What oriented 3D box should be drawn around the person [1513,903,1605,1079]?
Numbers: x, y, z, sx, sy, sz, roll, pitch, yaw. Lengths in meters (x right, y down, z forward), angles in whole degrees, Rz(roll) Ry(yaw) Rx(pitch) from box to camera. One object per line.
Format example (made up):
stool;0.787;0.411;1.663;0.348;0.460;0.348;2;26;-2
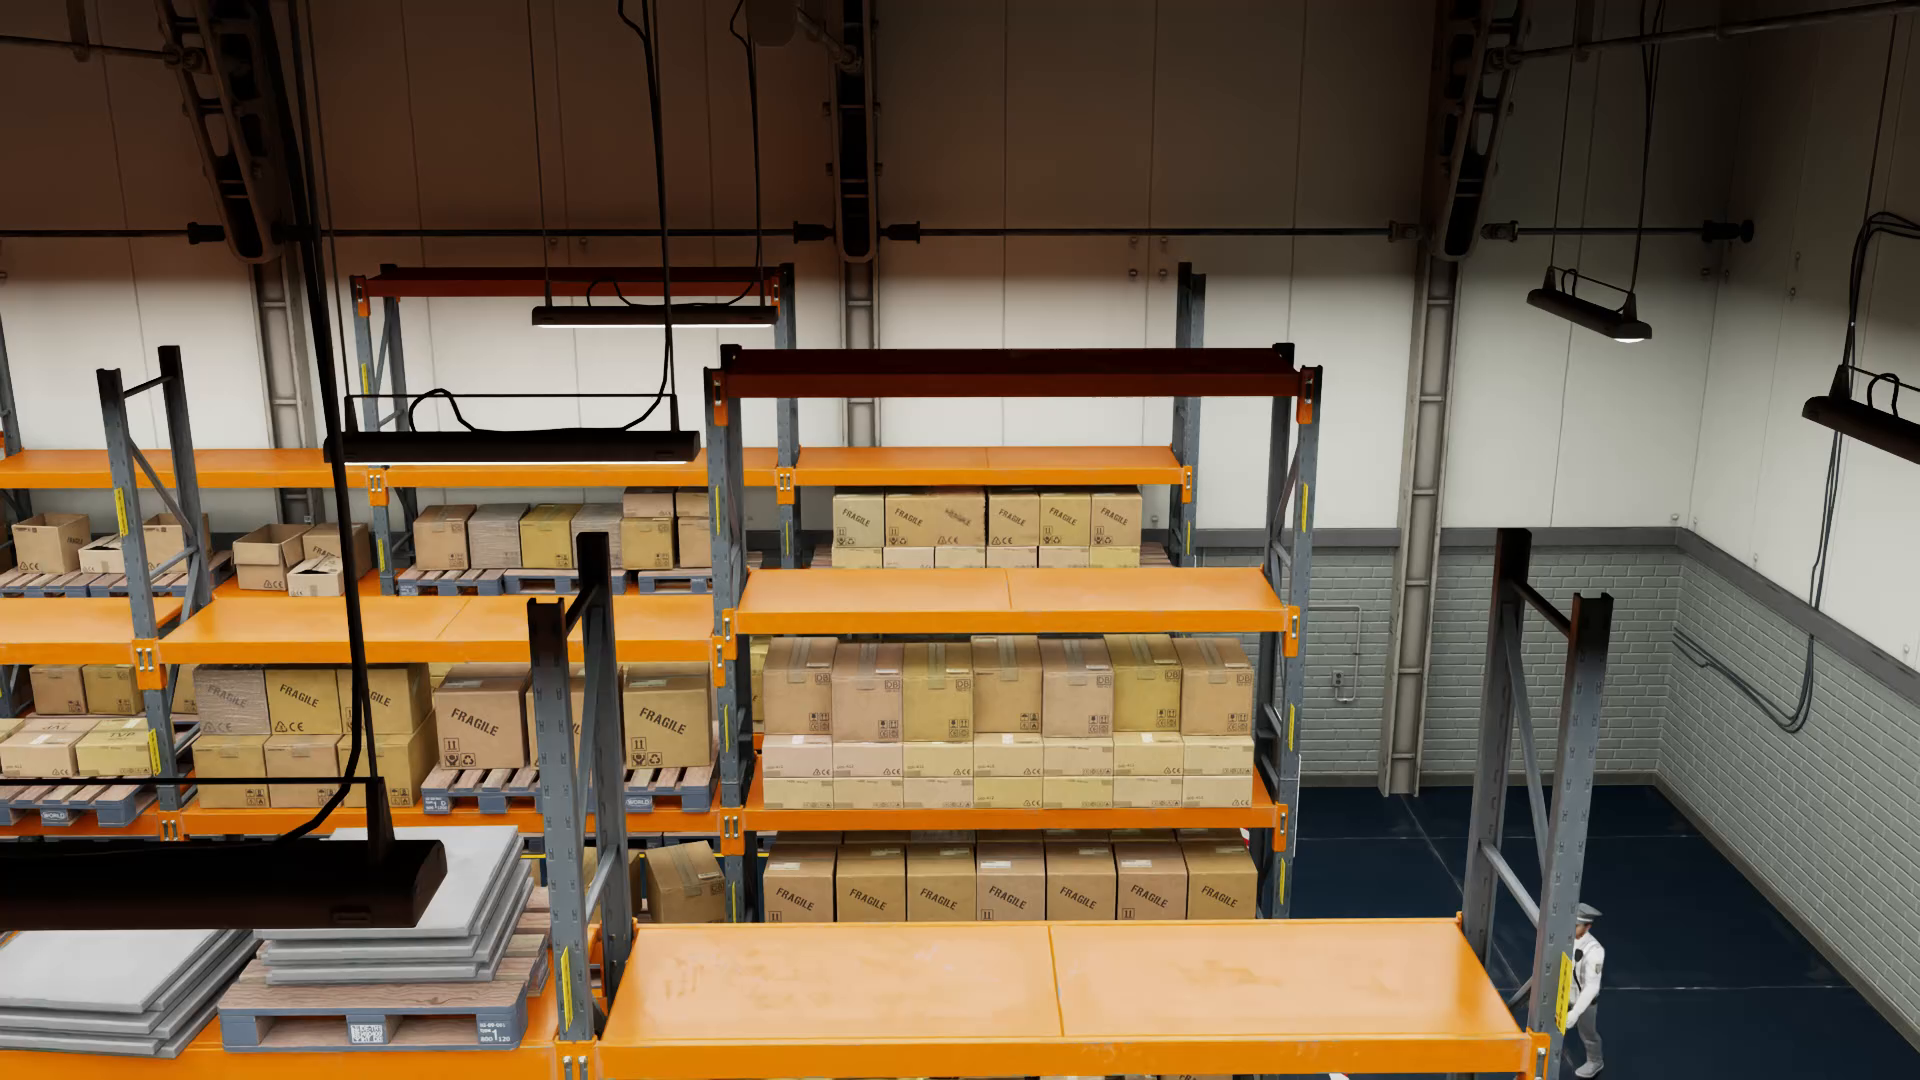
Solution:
person;4.809;3.617;13.135;1.034;1.611;0.493;-10;19;-32
